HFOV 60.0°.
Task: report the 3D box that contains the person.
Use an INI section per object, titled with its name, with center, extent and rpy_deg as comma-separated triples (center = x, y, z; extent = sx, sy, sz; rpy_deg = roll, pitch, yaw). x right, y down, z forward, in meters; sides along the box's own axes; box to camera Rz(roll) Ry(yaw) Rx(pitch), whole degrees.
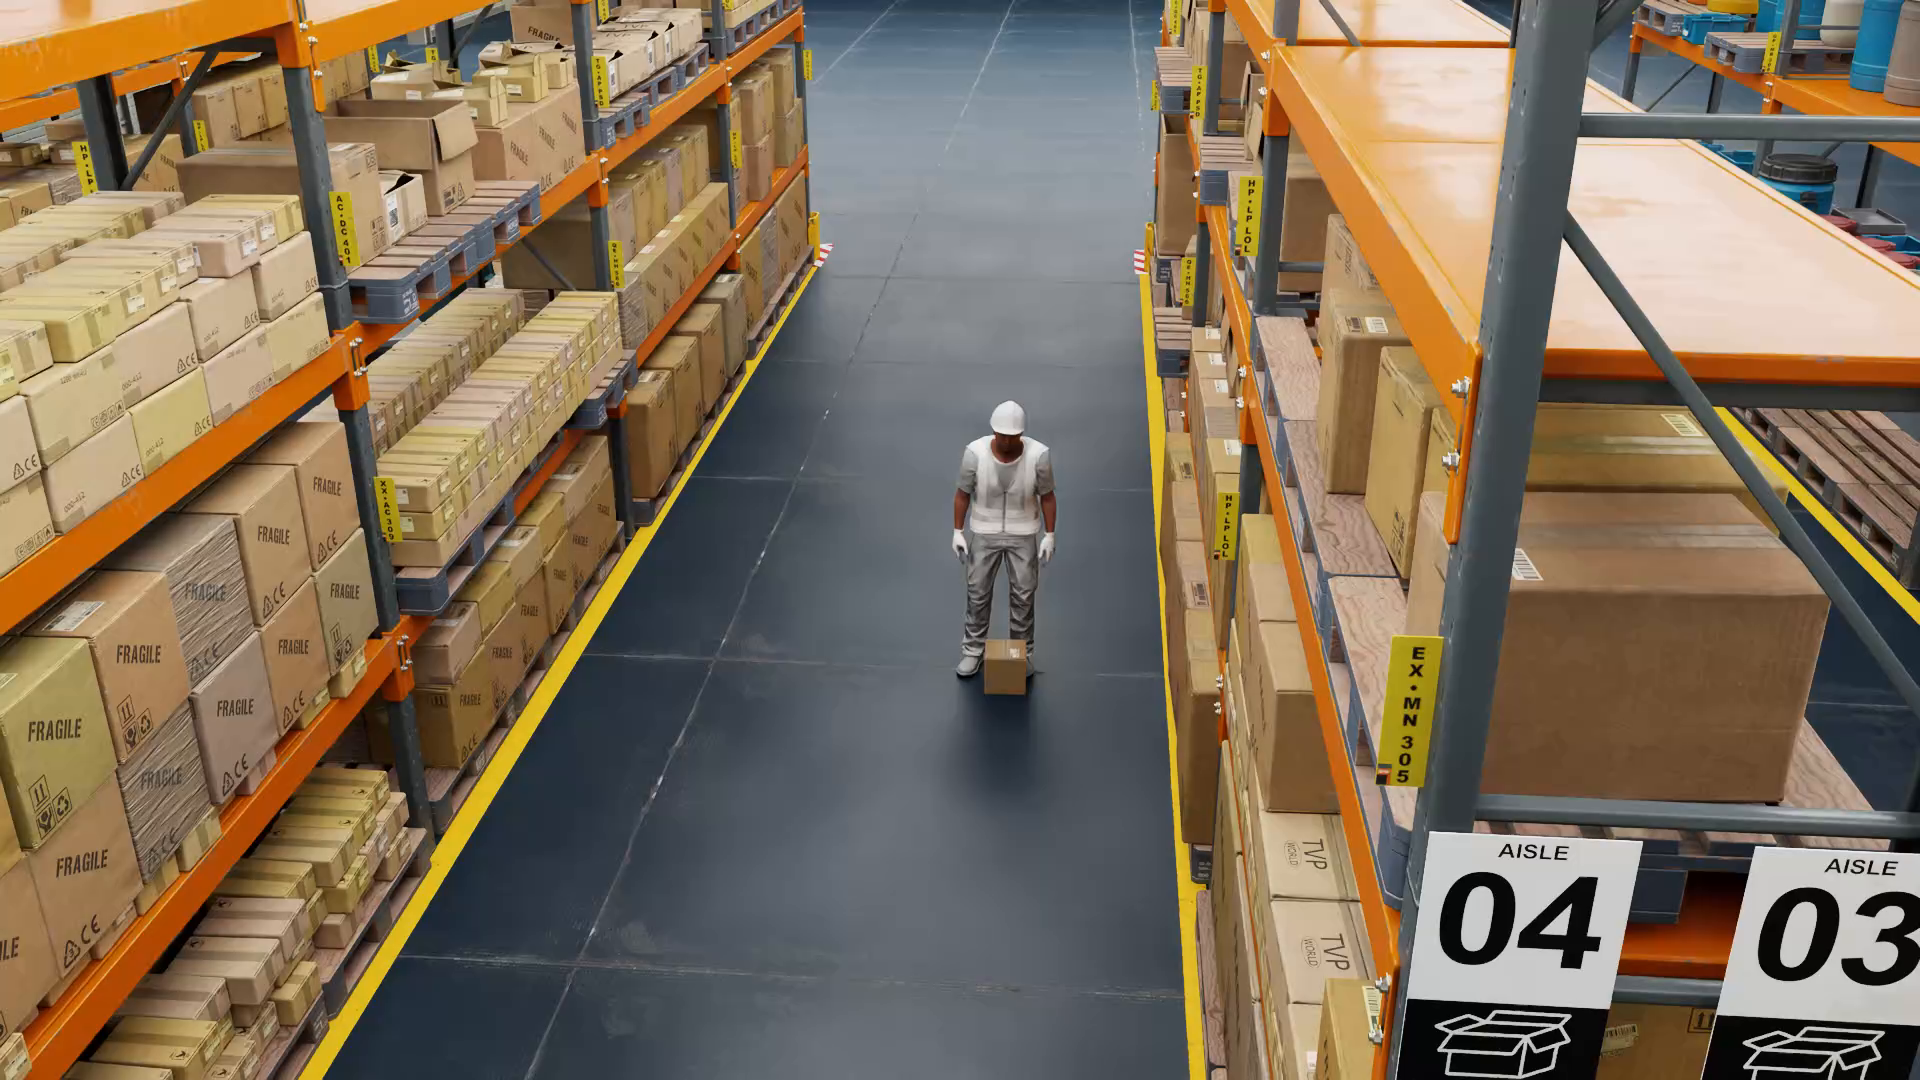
[person]
center = 0.264, -0.013, 10.028
extent = 0.622, 1.774, 0.454
rpy_deg = 2, 24, 3
